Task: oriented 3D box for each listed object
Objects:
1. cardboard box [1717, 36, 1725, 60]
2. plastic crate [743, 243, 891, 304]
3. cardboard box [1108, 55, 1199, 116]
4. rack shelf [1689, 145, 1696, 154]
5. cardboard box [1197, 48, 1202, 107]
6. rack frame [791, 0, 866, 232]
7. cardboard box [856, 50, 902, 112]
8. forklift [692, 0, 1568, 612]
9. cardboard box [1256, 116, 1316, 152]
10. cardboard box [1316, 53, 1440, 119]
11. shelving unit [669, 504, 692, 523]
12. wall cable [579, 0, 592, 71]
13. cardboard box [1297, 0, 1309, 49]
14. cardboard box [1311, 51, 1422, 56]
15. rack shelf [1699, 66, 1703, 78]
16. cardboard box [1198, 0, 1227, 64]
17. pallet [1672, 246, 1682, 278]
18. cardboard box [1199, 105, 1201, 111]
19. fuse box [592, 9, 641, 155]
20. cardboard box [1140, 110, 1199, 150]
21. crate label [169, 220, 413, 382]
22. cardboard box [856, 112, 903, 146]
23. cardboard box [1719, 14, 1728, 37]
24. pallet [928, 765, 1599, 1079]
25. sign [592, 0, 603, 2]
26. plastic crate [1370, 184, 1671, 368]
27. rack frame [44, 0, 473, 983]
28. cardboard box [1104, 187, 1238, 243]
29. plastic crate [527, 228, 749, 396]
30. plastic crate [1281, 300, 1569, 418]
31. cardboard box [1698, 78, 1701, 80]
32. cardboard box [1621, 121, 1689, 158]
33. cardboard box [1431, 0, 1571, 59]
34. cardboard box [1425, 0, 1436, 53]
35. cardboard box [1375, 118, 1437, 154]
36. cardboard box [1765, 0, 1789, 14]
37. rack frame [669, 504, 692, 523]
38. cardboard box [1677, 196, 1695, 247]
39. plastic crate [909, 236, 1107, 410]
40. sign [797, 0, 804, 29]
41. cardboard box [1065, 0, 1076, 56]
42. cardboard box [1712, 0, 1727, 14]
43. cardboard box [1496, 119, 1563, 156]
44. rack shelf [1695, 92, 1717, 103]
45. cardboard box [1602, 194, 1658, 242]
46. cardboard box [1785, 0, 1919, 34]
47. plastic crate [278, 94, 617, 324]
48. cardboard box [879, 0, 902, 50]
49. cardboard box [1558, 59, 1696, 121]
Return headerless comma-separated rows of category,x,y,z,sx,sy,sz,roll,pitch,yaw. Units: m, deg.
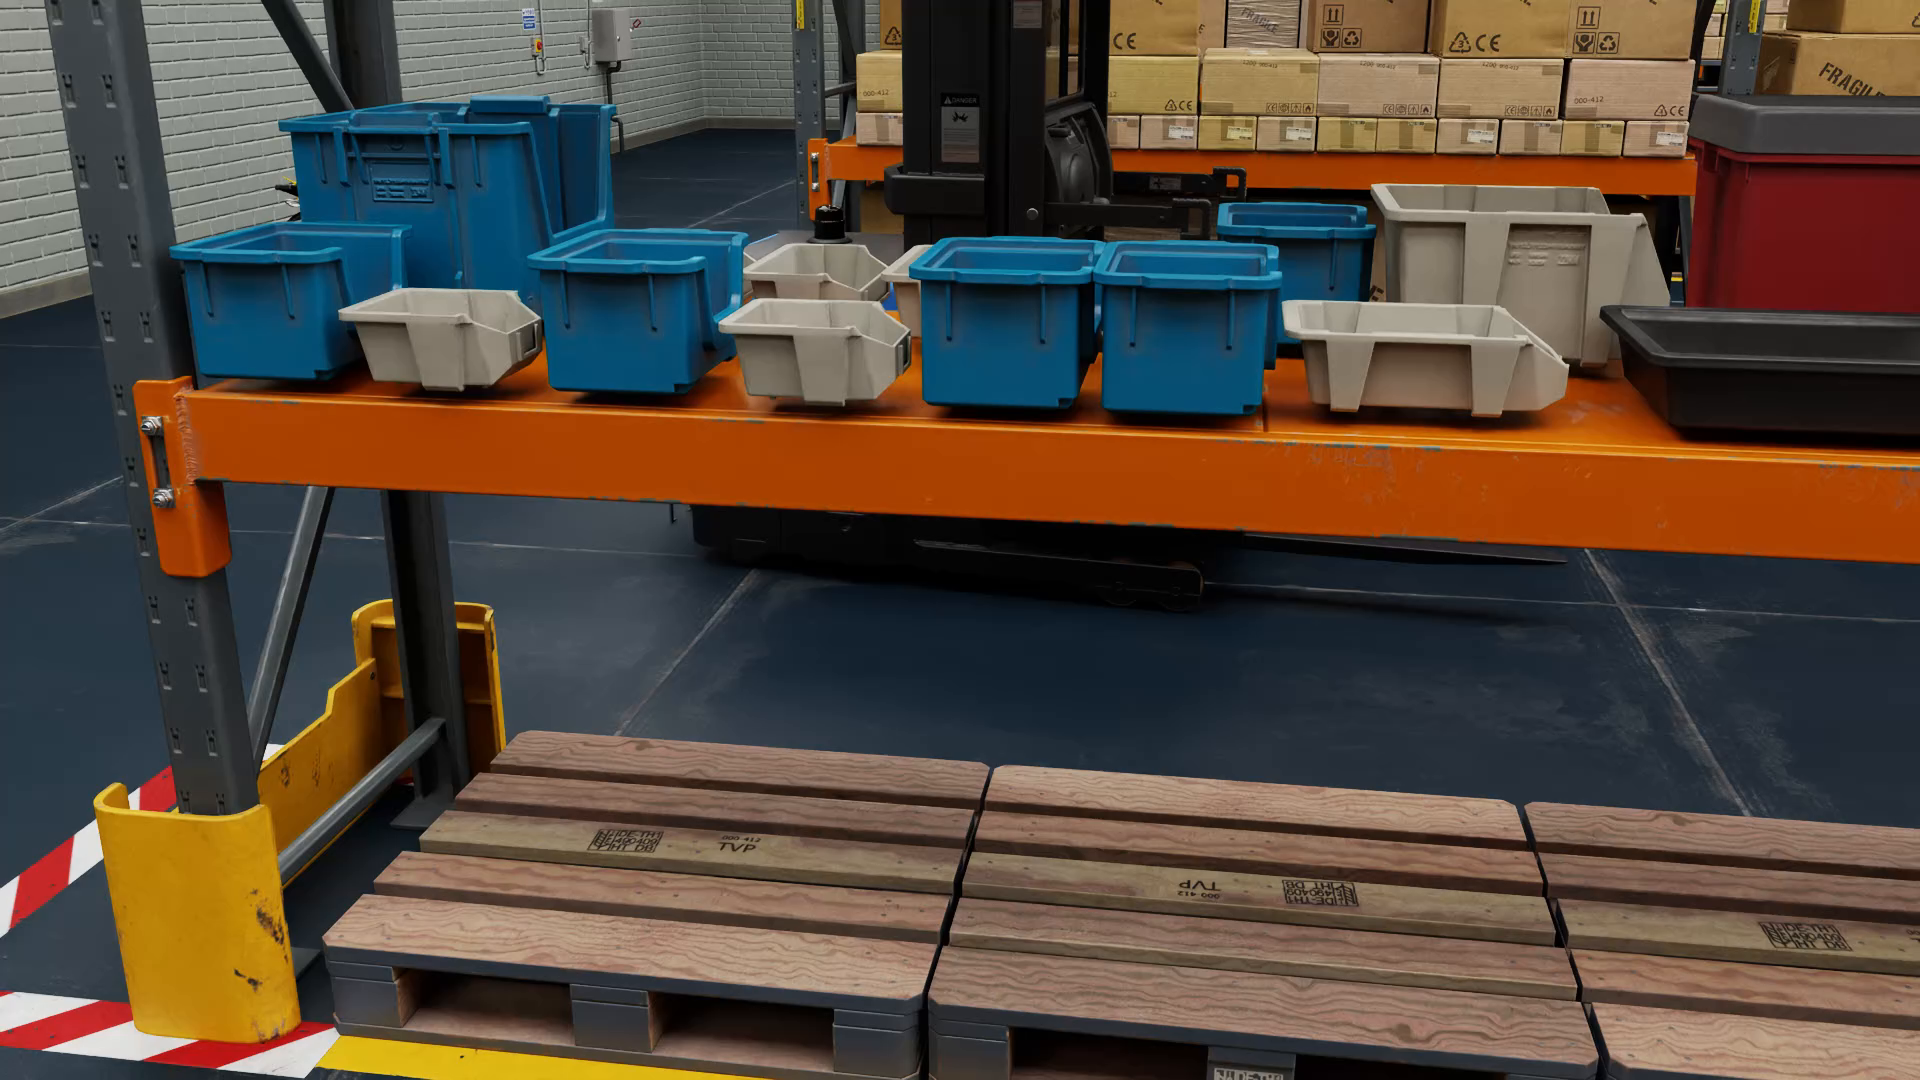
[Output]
cardboard box,5.304,-3.387,11.433,0.250,0.149,0.380,3,19,9
plastic crate,-0.285,-0.511,3.423,0.243,0.136,0.396,3,19,9
cardboard box,0.824,-2.073,7.539,0.500,0.250,0.500,2,19,7
rack shelf,5.307,-1.519,7.250,4.000,0.370,1.077,3,19,9
cardboard box,0.907,-2.240,8.038,0.500,0.250,0.500,2,19,7
rack frame,-0.617,-2.162,8.039,0.127,3.000,1.000,3,19,9
cardboard box,-0.186,-2.124,7.690,0.500,0.250,0.500,2,19,7
forklift,0.600,-1.337,5.680,3.031,2.935,1.130,5,19,15
cardboard box,1.459,-1.832,7.448,0.250,0.149,0.380,3,19,10
cardboard box,1.840,-2.022,7.387,0.500,0.250,0.500,3,19,10
shelving unit,-0.985,-0.585,6.396,0.252,1.050,0.215,5,19,15
wall cable,-4.403,-6.470,19.312,0.122,1.984,0.588,3,19,9
cardboard box,2.693,-3.686,11.966,0.500,0.500,0.500,3,19,8
cardboard box,1.907,-2.188,7.882,0.500,0.250,0.500,3,19,10
rack shelf,6.879,-4.624,16.529,4.000,0.370,1.077,3,19,9
cardboard box,1.683,-3.743,12.136,0.500,0.500,0.500,3,19,9
pallet,4.988,-2.149,12.393,1.213,0.211,1.003,3,19,9
cardboard box,1.296,-2.052,8.103,0.250,0.149,0.380,3,19,10
fuse box,-4.139,-5.583,20.293,0.414,1.711,0.539,3,19,9
cardboard box,0.951,-1.858,7.525,0.250,0.149,0.380,3,19,8
crate label,-1.211,-0.444,3.073,0.303,0.233,0.416,3,19,9
cardboard box,-0.319,-1.922,7.716,0.250,0.149,0.380,3,19,9
cardboard box,5.303,-3.529,11.388,0.250,0.149,0.380,2,19,6
pallet,0.607,0.827,3.498,1.213,0.211,1.003,3,19,9
sign,-4.352,-6.579,19.937,0.001,0.242,0.339,3,19,9
plastic crate,1.068,-0.516,3.211,0.530,0.282,0.437,3,19,9
rack frame,-1.403,-0.611,3.401,0.127,3.000,1.000,3,19,9
cardboard box,0.926,-1.301,8.151,0.875,0.875,0.875,3,19,9
plastic crate,-0.561,-0.411,2.974,0.300,0.233,0.416,3,19,9
plastic crate,0.780,-0.306,2.812,0.466,0.136,0.293,3,19,9
cardboard box,7.305,-4.163,16.705,0.875,0.875,0.875,3,19,9
cardboard box,2.979,-1.755,7.216,0.250,0.149,0.380,3,19,9
cardboard box,2.342,-2.353,7.193,0.500,0.500,0.500,3,19,9
cardboard box,2.415,-2.518,7.687,0.500,0.500,0.500,3,19,9
cardboard box,1.963,-1.806,7.371,0.250,0.149,0.380,3,19,10
cardboard box,5.563,-3.656,11.300,0.250,0.149,0.380,3,19,8
rack frame,-1.103,-0.595,6.427,0.008,1.050,0.200,5,19,15
cardboard box,5.429,-2.377,11.959,0.500,0.500,0.500,4,19,11
plastic crate,0.089,-0.378,2.875,0.300,0.233,0.416,3,19,9
sign,-0.711,-2.437,7.370,0.005,0.325,0.100,3,19,9
cardboard box,0.308,-2.454,7.496,0.500,0.500,0.500,2,19,7
cardboard box,5.064,-3.682,11.378,0.250,0.149,0.380,3,19,9
cardboard box,2.472,-1.781,7.293,0.250,0.149,0.380,3,19,8
rack shelf,6.194,-3.068,11.879,4.000,0.370,1.077,3,19,9
cardboard box,2.693,-1.211,7.882,0.875,0.875,0.875,3,19,9
cardboard box,3.964,-2.455,7.174,0.637,0.503,0.797,2,19,7
plastic crate,-1.042,-0.698,3.511,0.499,0.435,0.616,3,19,9
cardboard box,-0.094,-2.646,8.069,0.500,0.500,0.500,3,19,9
cardboard box,2.855,-1.971,7.234,0.500,0.250,0.500,3,19,8
